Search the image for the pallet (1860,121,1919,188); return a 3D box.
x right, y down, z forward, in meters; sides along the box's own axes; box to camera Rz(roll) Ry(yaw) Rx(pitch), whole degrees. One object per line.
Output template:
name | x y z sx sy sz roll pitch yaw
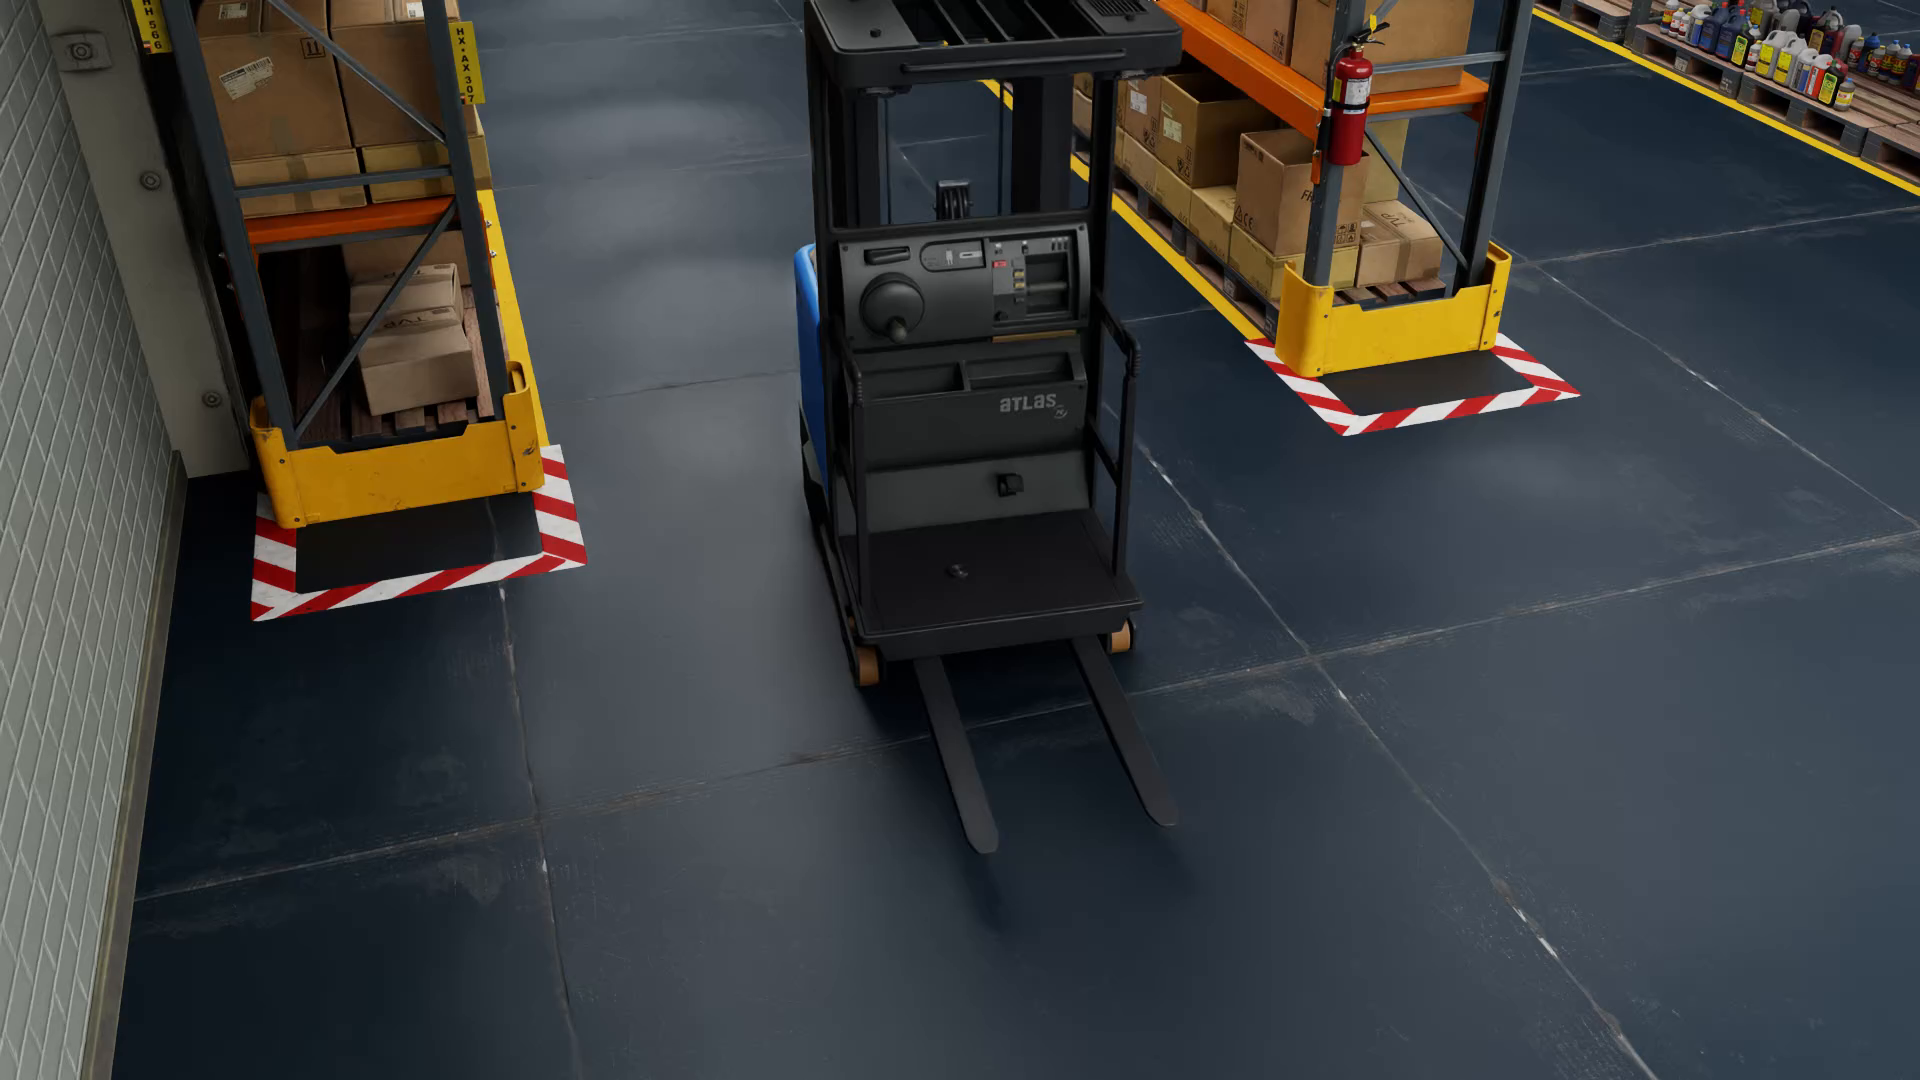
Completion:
pallet | 6.645 -2.402 10.694 1.003 0.211 1.213 -10 35 -15

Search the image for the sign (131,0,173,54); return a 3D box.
sign | -3.014 -1.972 6.177 0.100 0.325 0.005 -10 35 -15

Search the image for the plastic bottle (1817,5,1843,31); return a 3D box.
plastic bottle | 6.363 -3.724 12.169 0.144 0.351 0.185 -10 35 -15

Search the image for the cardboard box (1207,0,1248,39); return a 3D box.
cardboard box | 1.796 -3.101 9.131 0.700 0.500 0.500 -10 35 -14

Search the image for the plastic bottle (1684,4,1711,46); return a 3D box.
plastic bottle | 5.540 -3.847 12.423 0.152 0.276 0.135 -9 34 -13

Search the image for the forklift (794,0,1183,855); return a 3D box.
forklift | 0.070 -0.886 5.932 1.130 2.935 3.031 -7 34 -10

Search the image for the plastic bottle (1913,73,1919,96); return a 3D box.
plastic bottle | 6.668 -3.181 11.482 0.097 0.201 0.097 0 33 0

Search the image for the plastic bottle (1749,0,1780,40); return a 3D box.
plastic bottle | 6.069 -3.971 12.542 0.144 0.351 0.185 -10 35 -15

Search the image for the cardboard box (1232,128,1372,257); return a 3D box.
cardboard box | 1.790 -1.847 8.758 0.500 0.500 0.500 -10 35 -15

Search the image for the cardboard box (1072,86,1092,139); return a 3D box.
cardboard box | 1.017 -2.845 10.948 0.500 0.250 0.500 -10 35 -15

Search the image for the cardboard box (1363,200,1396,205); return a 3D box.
cardboard box | 2.129 -1.884 9.493 0.500 0.250 0.500 -10 35 -15

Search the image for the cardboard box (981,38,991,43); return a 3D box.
cardboard box | 0.462 -3.838 12.450 0.500 0.250 0.500 -11 35 -15

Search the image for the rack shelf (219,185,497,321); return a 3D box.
rack shelf | -3.089 -2.190 8.496 1.077 0.370 4.000 -10 35 -15

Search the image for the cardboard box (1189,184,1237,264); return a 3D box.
cardboard box | 1.628 -1.795 9.359 0.500 0.250 0.500 -10 35 -15

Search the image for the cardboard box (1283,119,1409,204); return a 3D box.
cardboard box | 2.131 -2.197 9.287 0.500 0.500 0.500 -10 35 -15

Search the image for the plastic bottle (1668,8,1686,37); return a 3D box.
plastic bottle | 5.446 -3.928 12.612 0.097 0.201 0.097 0 33 0

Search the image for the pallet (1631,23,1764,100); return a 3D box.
pallet | 5.901 -3.683 12.632 1.003 0.211 1.213 -10 35 -15

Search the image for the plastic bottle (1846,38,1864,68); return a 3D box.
plastic bottle | 6.471 -3.519 11.993 0.097 0.201 0.097 0 33 0

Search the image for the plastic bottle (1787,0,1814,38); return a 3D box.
plastic bottle | 6.265 -3.894 12.426 0.144 0.351 0.185 -12 35 -17

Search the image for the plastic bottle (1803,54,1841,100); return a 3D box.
plastic bottle | 5.927 -3.181 11.414 0.152 0.276 0.135 -10 35 -14

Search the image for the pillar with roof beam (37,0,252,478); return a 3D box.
pillar with roof beam | 0.583 -4.889 6.486 9.100 9.000 0.400 -10 35 -15

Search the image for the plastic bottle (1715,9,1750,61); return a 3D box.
plastic bottle | 5.644 -3.692 12.120 0.144 0.351 0.185 -11 35 -17

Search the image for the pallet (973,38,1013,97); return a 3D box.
pallet | 0.755 -3.592 12.494 1.003 0.211 1.213 -10 35 -15

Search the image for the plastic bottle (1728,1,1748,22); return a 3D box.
plastic bottle | 5.724 -3.815 12.306 0.144 0.351 0.185 -10 35 -15

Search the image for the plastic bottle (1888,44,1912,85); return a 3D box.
plastic bottle | 6.595 -3.335 11.653 0.097 0.271 0.097 0 33 0

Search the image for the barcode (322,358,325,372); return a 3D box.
barcode | -2.991 -0.826 7.811 0.001 0.075 0.075 -10 35 -15

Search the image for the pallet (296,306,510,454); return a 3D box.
pallet | -2.717 -0.749 8.192 1.003 0.211 1.213 -10 35 -15

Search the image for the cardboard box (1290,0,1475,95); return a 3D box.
cardboard box | 2.107 -2.564 8.319 0.700 0.500 0.500 -10 35 -15

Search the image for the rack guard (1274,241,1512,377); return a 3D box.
rack guard | 2.245 -1.219 8.642 1.175 0.500 0.348 -10 35 -15

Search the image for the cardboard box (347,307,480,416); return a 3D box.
cardboard box | -2.605 -0.880 7.901 0.500 0.311 0.500 -14 36 -20

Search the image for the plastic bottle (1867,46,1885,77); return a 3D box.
plastic bottle | 6.534 -3.411 11.830 0.097 0.201 0.097 0 33 0

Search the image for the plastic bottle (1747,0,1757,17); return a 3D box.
plastic bottle | 6.143 -4.084 12.849 0.097 0.201 0.097 0 33 0

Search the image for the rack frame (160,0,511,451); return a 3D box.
rack frame | -2.479 -1.440 6.708 1.000 3.000 0.127 -10 35 -15

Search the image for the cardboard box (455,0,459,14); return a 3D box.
cardboard box | -2.480 -2.261 7.388 0.500 0.500 0.500 -10 35 -15

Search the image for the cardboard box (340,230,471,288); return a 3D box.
cardboard box | -2.955 -1.652 8.897 0.700 0.500 0.500 -12 35 -18

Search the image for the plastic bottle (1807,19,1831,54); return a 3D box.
plastic bottle | 6.274 -3.666 12.141 0.061 0.283 0.133 -10 35 -15

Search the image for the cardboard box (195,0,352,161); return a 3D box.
cardboard box | -2.825 -1.910 6.858 0.500 0.500 0.500 -10 35 -15

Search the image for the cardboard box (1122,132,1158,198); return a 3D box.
cardboard box | 1.323 -2.320 10.154 0.500 0.250 0.500 -10 35 -15

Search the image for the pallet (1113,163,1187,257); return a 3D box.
pallet | 1.596 -2.145 10.305 1.003 0.211 1.213 -10 35 -15

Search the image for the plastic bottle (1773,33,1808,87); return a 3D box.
plastic bottle | 5.831 -3.371 11.634 0.144 0.351 0.185 -9 34 -13

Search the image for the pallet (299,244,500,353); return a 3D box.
pallet | -3.085 -1.388 9.160 1.003 0.211 1.213 -10 35 -15

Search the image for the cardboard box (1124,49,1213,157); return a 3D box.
cardboard box | 1.320 -2.633 9.946 0.500 0.500 0.500 -10 35 -15

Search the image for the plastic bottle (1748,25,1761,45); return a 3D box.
plastic bottle | 5.725 -3.588 12.034 0.097 0.271 0.097 0 33 0

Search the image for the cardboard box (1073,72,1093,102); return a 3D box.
cardboard box | 1.020 -3.159 10.742 0.500 0.500 0.500 -10 35 -15

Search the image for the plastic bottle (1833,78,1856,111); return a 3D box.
plastic bottle | 5.978 -3.013 11.227 0.097 0.201 0.097 0 33 0

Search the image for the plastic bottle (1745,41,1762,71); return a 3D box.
plastic bottle | 5.708 -3.477 11.930 0.097 0.201 0.097 0 33 0

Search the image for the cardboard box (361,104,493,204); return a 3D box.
cardboard box | -2.326 -1.695 7.213 0.500 0.250 0.500 -11 35 -16
